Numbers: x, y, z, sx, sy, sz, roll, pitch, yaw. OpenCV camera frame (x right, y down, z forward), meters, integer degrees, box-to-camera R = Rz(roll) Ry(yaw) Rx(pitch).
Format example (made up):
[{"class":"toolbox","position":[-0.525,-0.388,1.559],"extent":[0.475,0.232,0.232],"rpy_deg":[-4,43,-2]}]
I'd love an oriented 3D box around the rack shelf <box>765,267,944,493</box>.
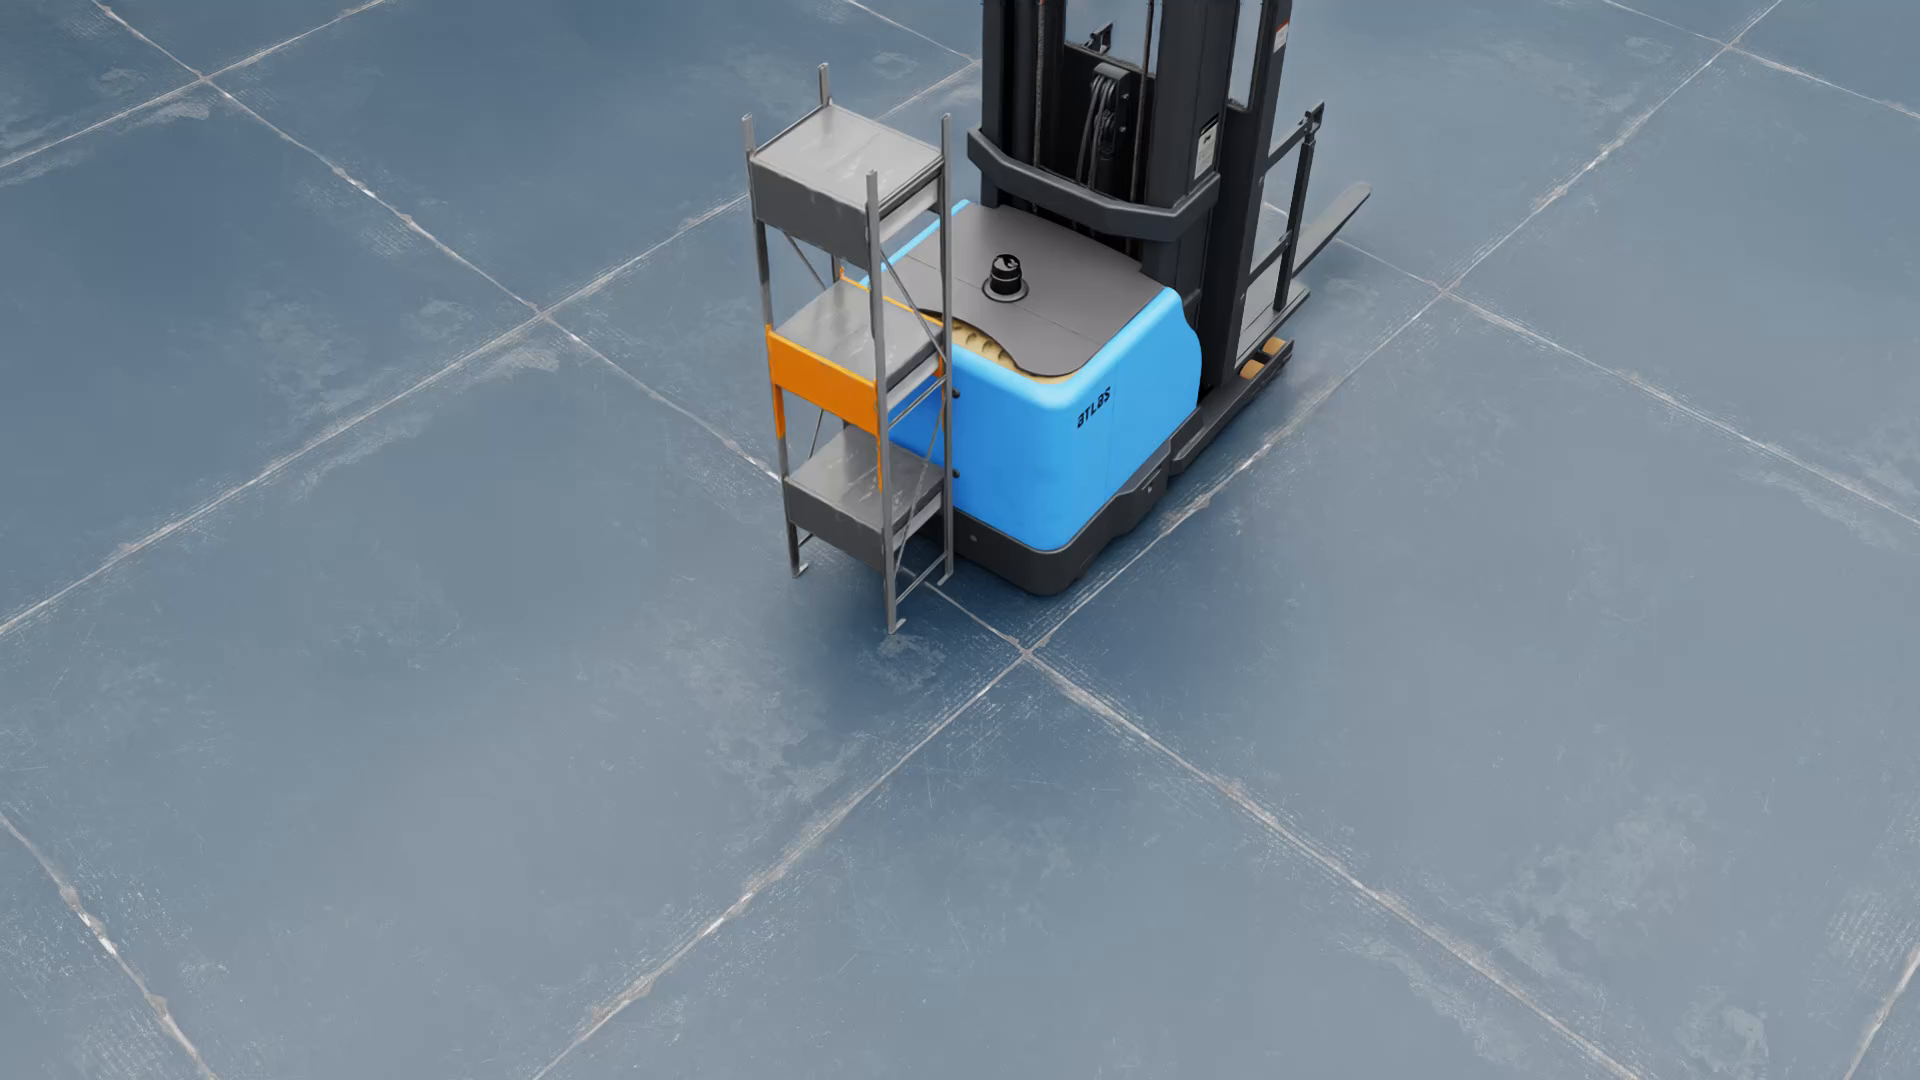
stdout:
[{"class":"rack shelf","position":[-0.348,-0.567,5.861],"extent":[0.480,0.518,0.431],"rpy_deg":[28,53,24]}]

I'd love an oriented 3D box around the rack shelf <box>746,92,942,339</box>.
[{"class":"rack shelf","position":[-0.348,-1.046,5.350],"extent":[0.480,0.518,0.431],"rpy_deg":[28,53,24]}]

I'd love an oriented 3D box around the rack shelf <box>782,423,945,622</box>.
[{"class":"rack shelf","position":[-0.348,-0.088,6.371],"extent":[0.480,0.518,0.431],"rpy_deg":[28,53,24]}]

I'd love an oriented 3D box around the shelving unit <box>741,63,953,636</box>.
[{"class":"shelving unit","position":[-0.348,-0.576,5.851],"extent":[0.503,2.100,0.431],"rpy_deg":[28,53,24]}]

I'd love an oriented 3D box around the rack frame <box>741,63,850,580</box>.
[{"class":"rack frame","position":[-0.544,-0.682,5.950],"extent":[0.015,2.100,0.400],"rpy_deg":[28,53,24]}]

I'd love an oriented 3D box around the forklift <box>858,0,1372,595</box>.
[{"class":"forklift","position":[0.829,-1.823,6.451],"extent":[1.130,2.935,3.031],"rpy_deg":[28,53,24]}]

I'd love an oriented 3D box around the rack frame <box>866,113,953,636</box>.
[{"class":"rack frame","position":[-0.152,-0.471,5.752],"extent":[0.015,2.100,0.400],"rpy_deg":[28,53,24]}]
